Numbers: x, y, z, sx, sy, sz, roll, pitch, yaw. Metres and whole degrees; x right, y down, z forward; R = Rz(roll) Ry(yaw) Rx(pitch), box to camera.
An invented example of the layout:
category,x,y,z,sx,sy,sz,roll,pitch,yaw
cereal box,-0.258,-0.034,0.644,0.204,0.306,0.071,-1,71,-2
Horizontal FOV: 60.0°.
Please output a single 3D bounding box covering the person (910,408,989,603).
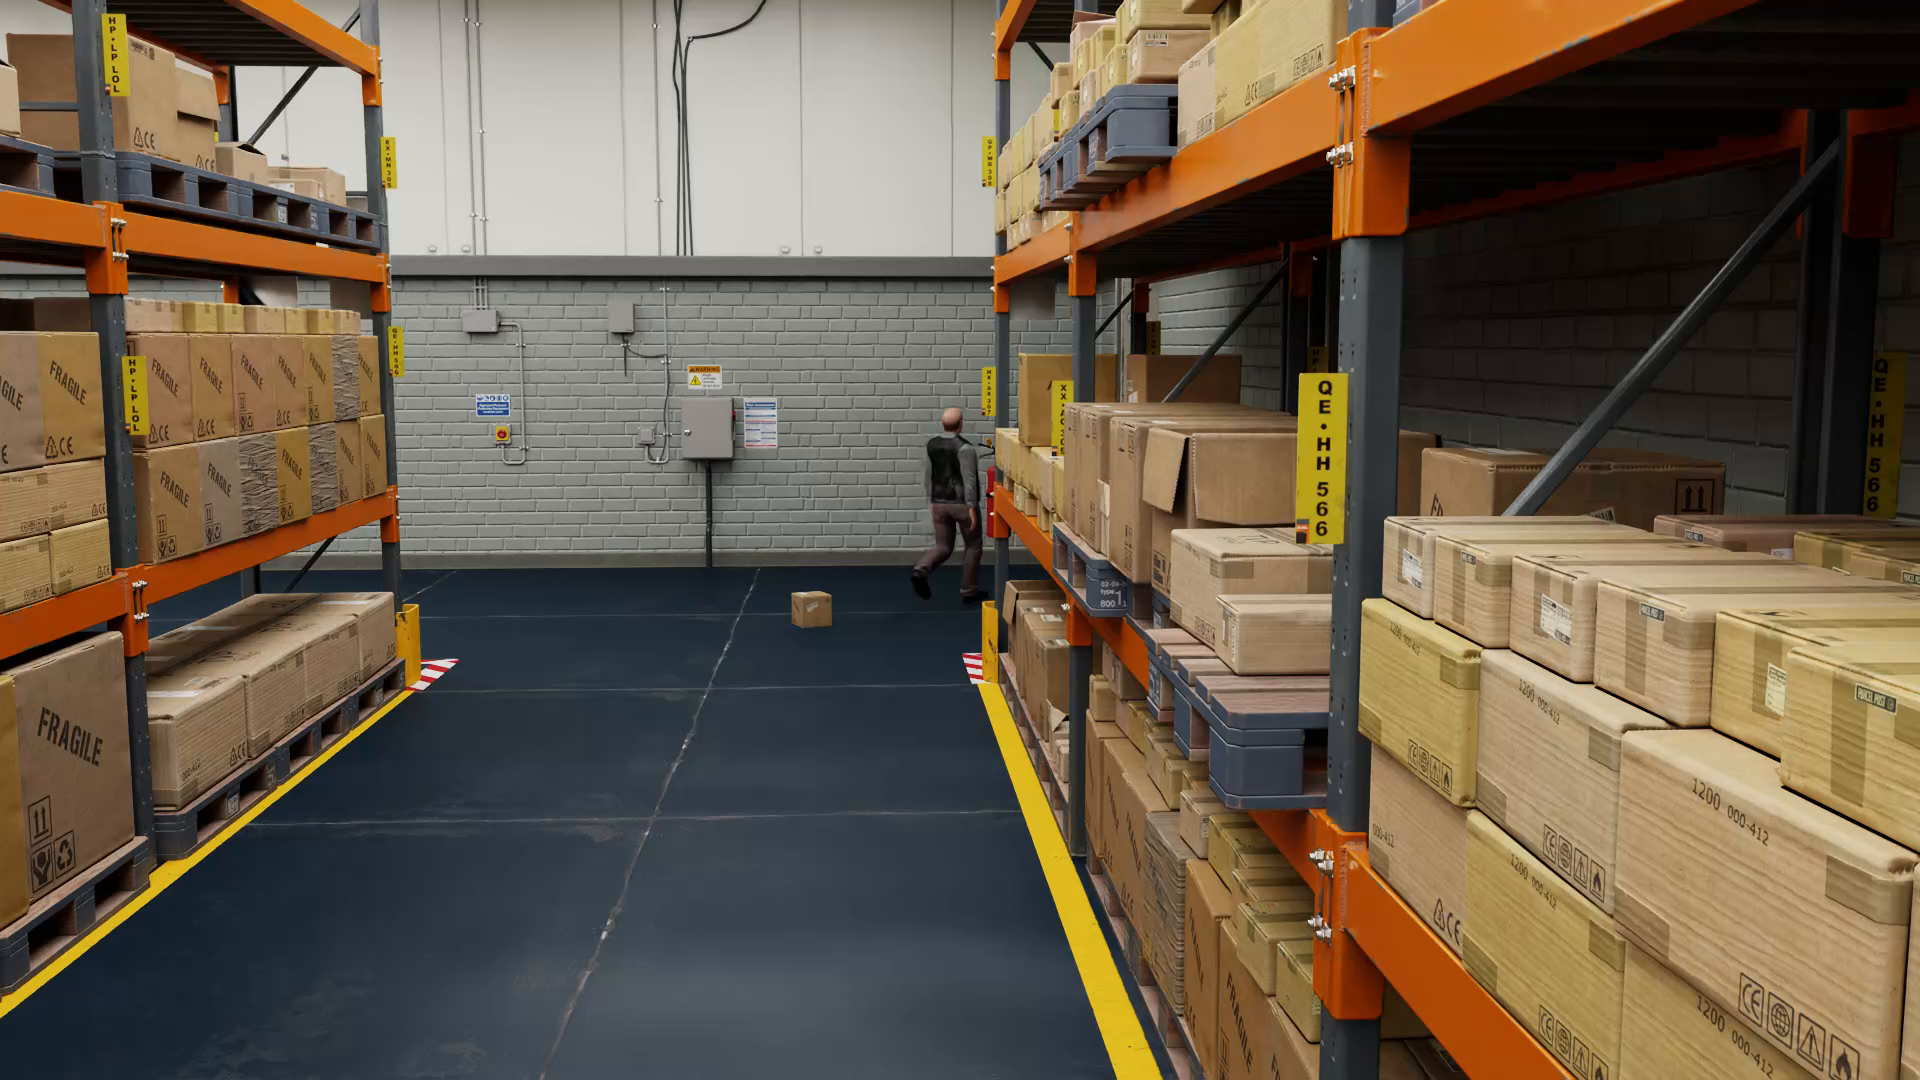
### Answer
category,x,y,z,sx,sy,sz,roll,pitch,yaw
person,-0.074,-0.287,14.209,0.549,1.690,0.808,5,8,35
